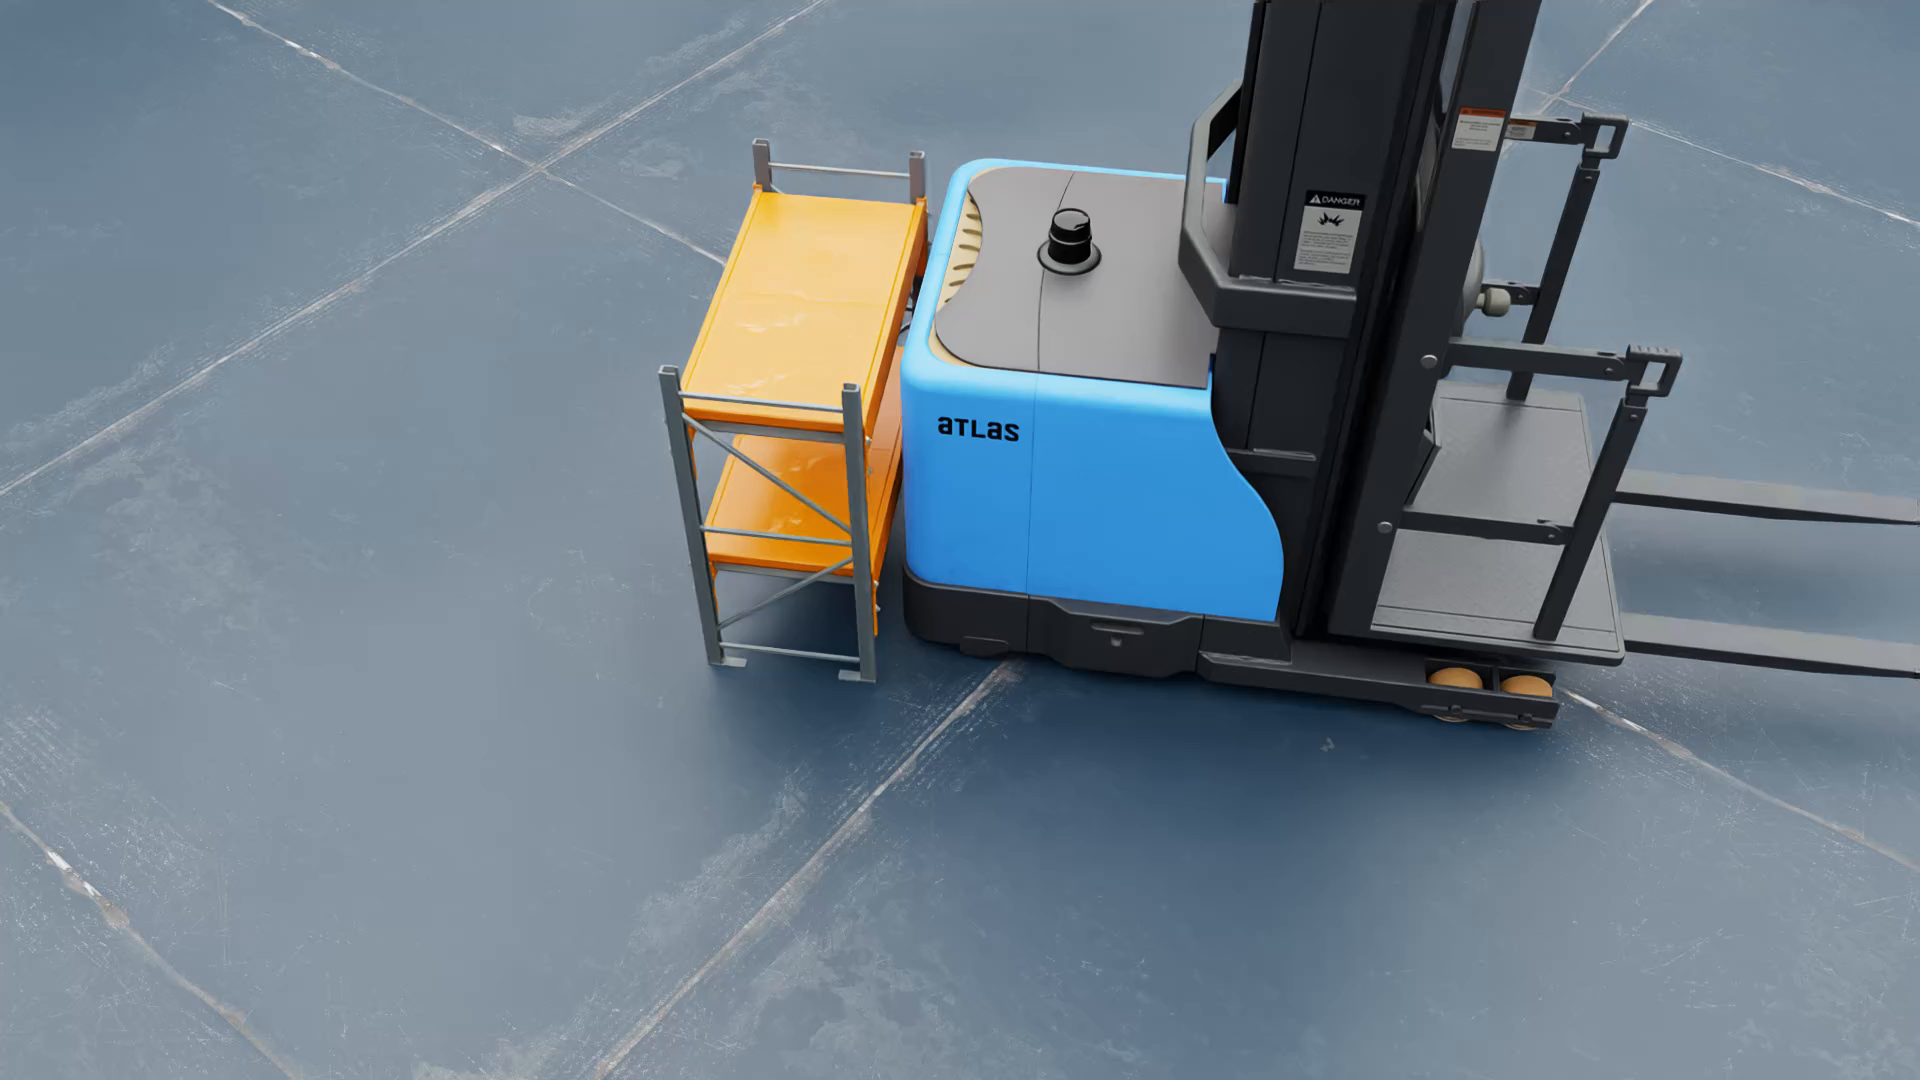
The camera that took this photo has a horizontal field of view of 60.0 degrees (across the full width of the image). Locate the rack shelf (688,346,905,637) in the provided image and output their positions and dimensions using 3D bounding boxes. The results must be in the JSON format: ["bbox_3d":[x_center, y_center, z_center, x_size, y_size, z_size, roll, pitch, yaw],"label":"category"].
[{"bbox_3d":[-0.421,-0.203,5.004,0.538,0.278,1.000,6,47,6],"label":"rack shelf"}]

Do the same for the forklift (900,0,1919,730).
[{"bbox_3d":[1.395,-0.886,4.070,3.031,2.935,1.130,6,47,6],"label":"forklift"}]

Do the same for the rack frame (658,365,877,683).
[{"bbox_3d":[-0.493,-0.008,4.479,0.500,1.125,0.032,6,47,6],"label":"rack frame"}]

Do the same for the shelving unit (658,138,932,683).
[{"bbox_3d":[-0.421,-0.371,4.827,0.538,1.125,1.048,6,47,6],"label":"shelving unit"}]

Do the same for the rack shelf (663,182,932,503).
[{"bbox_3d":[-0.421,-0.574,4.615,0.538,0.278,1.000,6,47,6],"label":"rack shelf"}]

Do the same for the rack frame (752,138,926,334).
[{"bbox_3d":[-0.349,-0.735,5.175,0.500,1.125,0.032,6,47,6],"label":"rack frame"}]
